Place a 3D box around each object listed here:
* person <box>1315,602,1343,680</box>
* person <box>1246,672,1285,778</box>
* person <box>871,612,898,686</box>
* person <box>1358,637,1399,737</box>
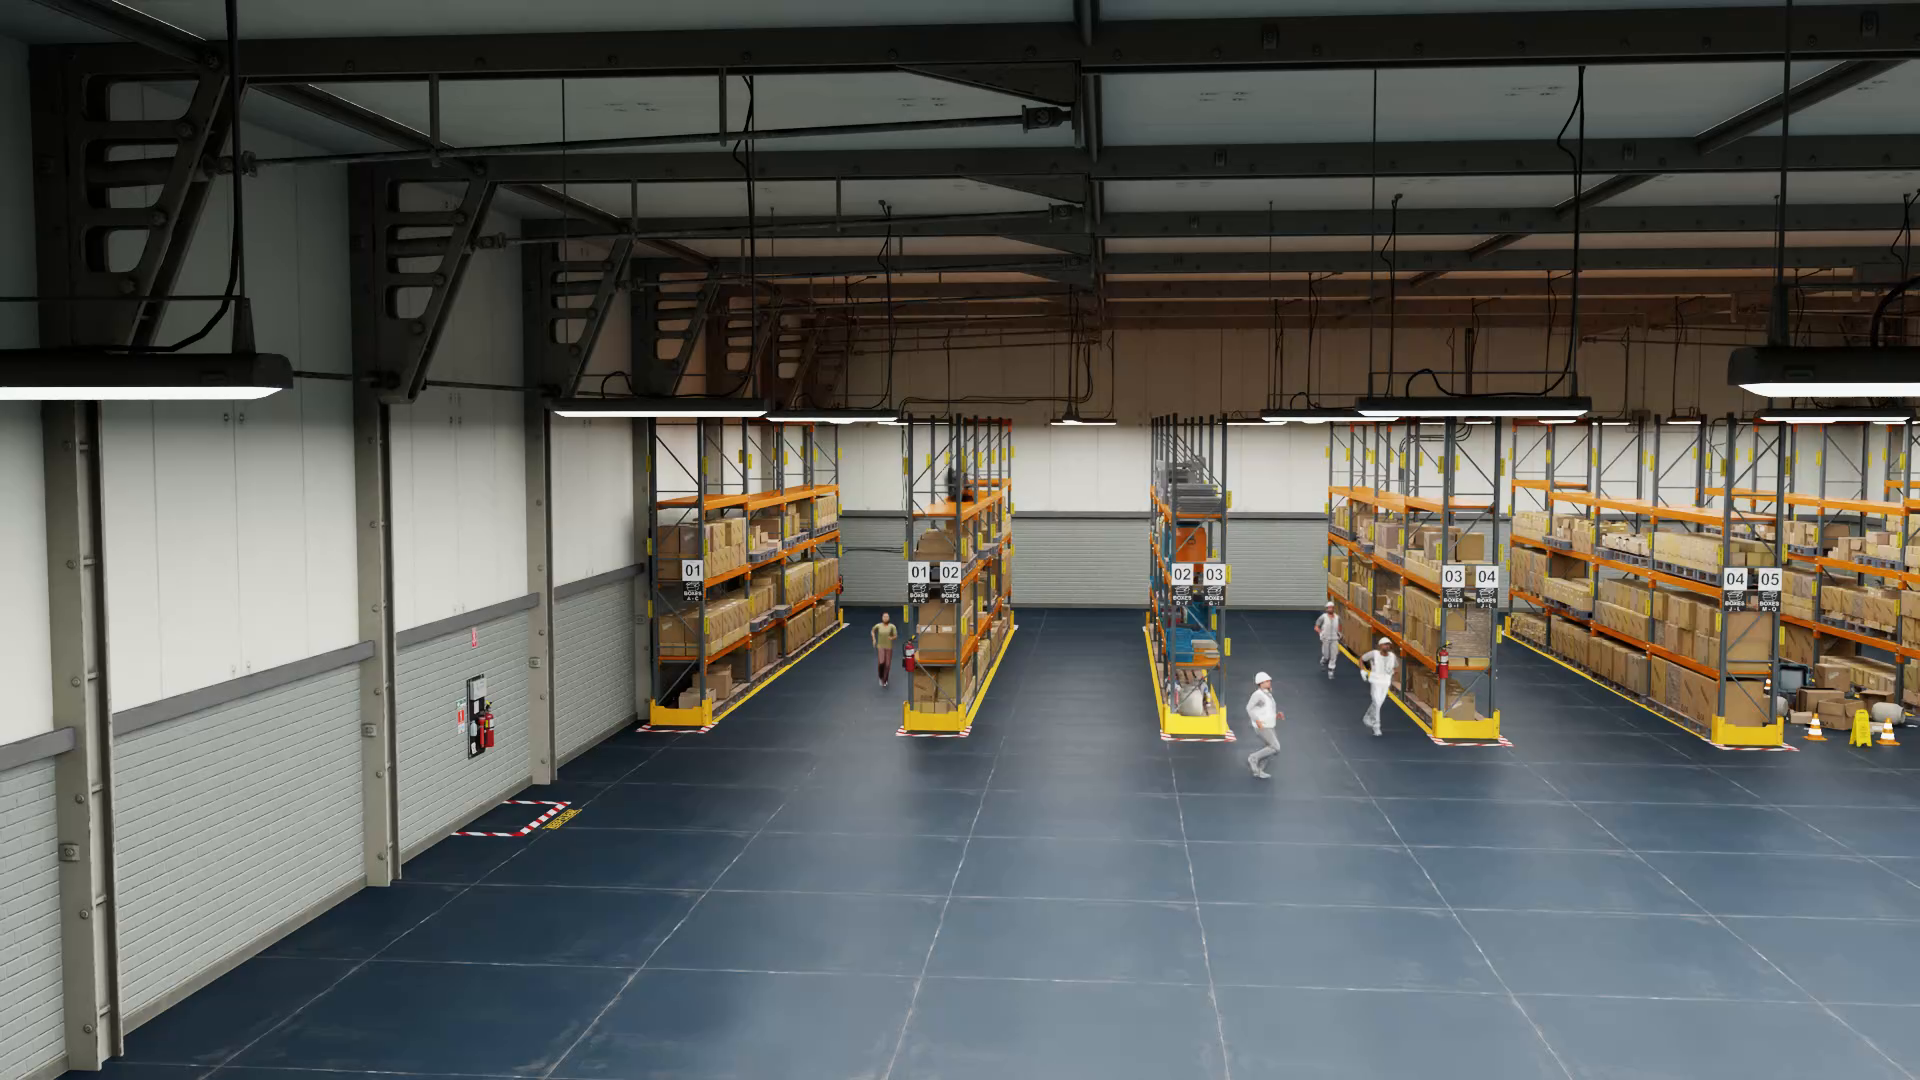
[{"bbox_3d":[8.447,2.286,37.975,0.674,1.757,0.806,0,4,-5],"label":"person"},{"bbox_3d":[5.012,3.030,27.150,0.566,1.732,0.650,2,4,26],"label":"person"},{"bbox_3d":[-1.658,2.407,36.788,0.565,1.639,0.599,-1,4,-9],"label":"person"},{"bbox_3d":[7.929,2.729,31.344,0.706,1.808,0.904,-1,4,-16],"label":"person"}]
